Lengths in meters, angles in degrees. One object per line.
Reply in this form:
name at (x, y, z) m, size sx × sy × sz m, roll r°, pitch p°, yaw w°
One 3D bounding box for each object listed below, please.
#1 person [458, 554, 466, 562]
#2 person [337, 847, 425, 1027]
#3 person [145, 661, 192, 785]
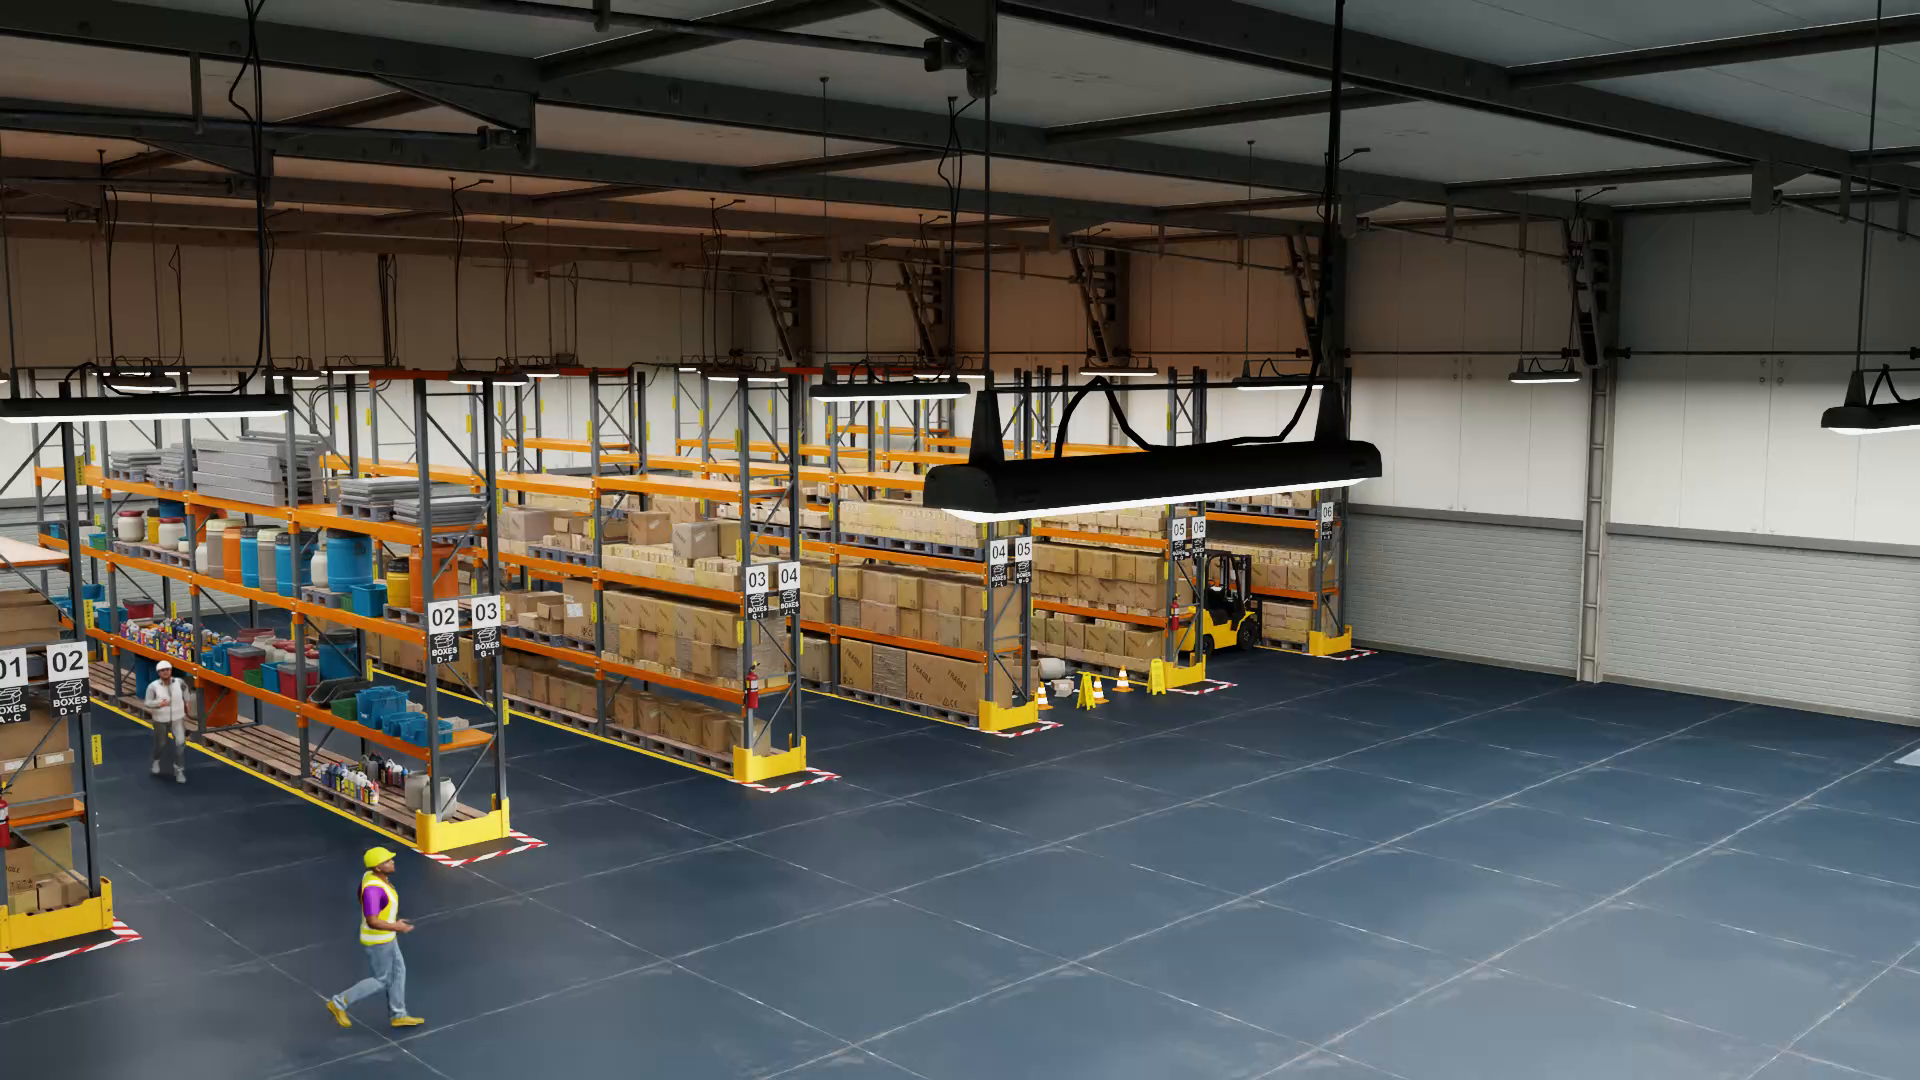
person at (-11.565, 1.156, 38.545) m, size 0.732 × 1.737 × 0.612 m, roll -1°, pitch 6°, yaw -6°
person at (-5.434, 3.729, 15.550) m, size 0.762 × 1.750 × 0.705 m, roll -2°, pitch 7°, yaw -19°
person at (-11.726, 2.671, 24.652) m, size 0.665 × 1.807 × 0.950 m, roll -5°, pitch 8°, yaw -37°
